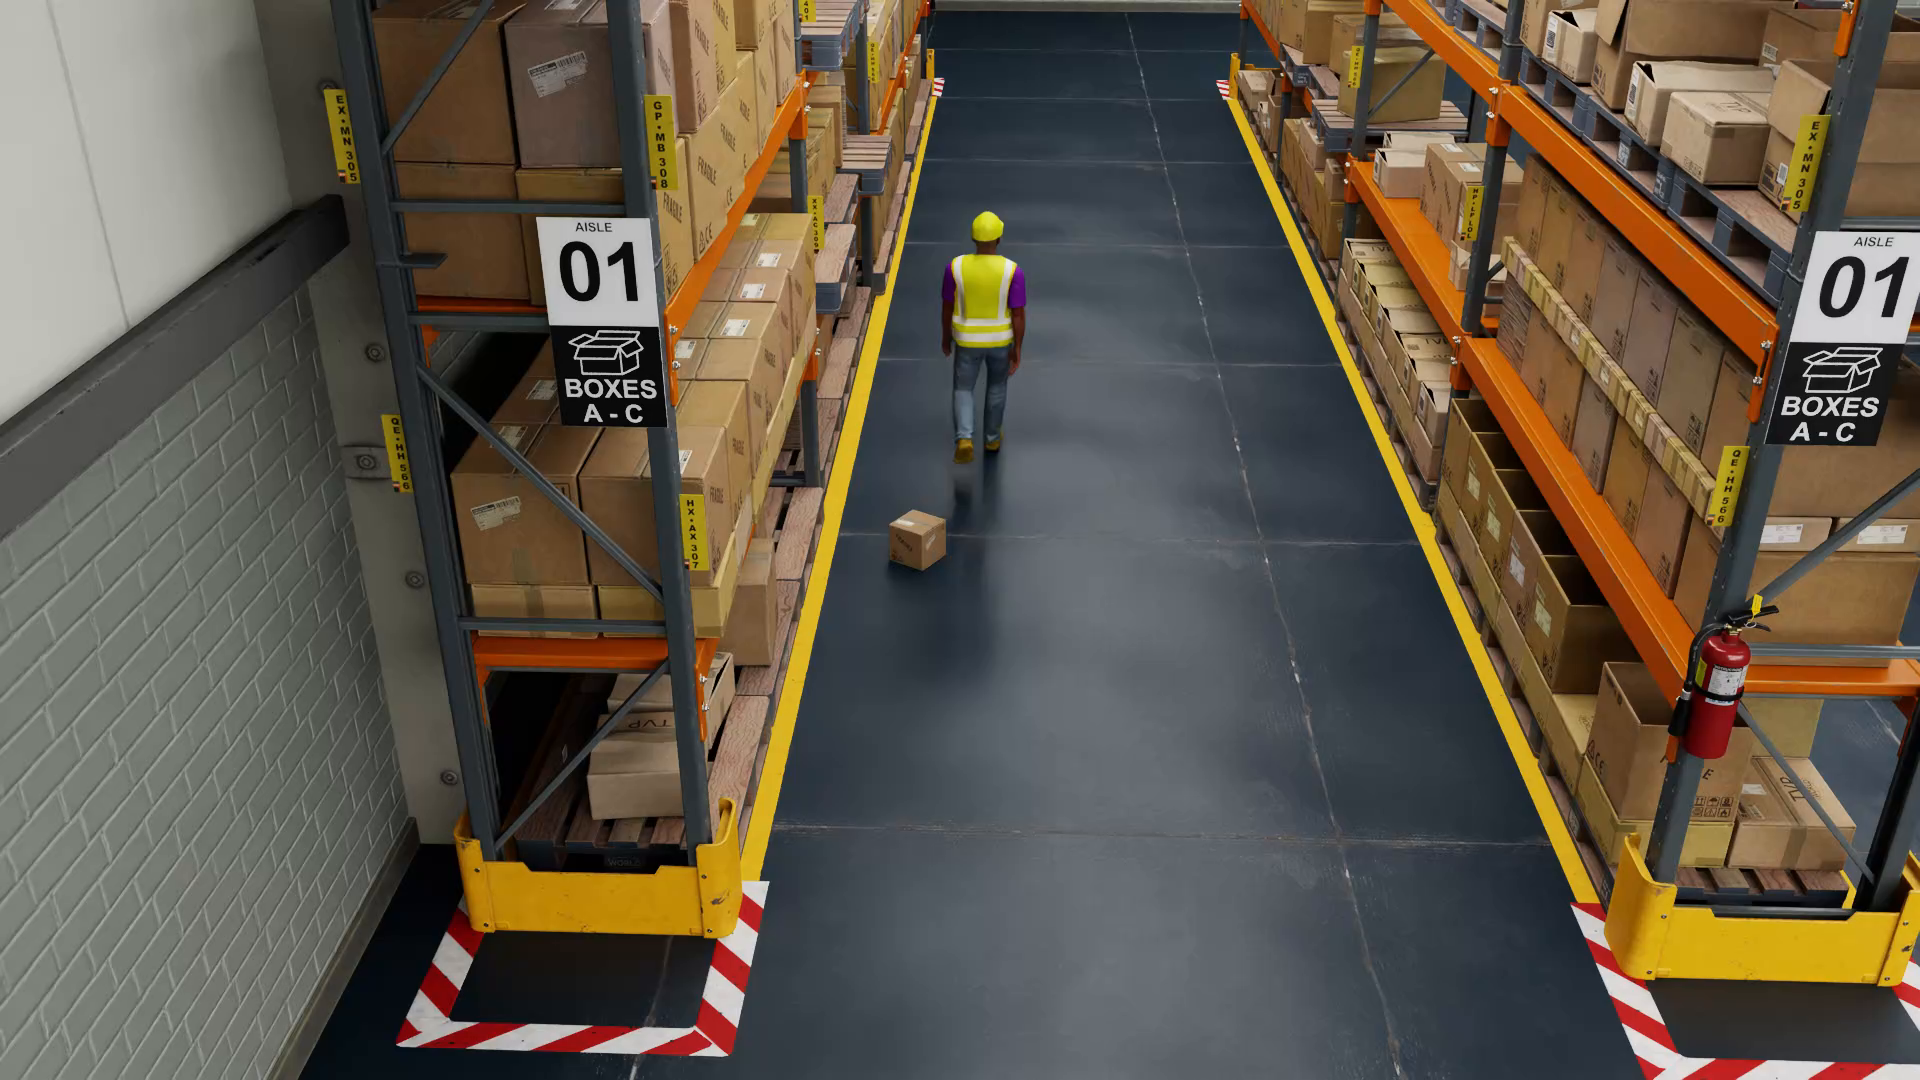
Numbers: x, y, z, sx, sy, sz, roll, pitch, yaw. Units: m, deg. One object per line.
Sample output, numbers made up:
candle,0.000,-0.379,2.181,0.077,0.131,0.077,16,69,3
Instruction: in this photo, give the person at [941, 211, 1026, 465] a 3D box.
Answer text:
person,0.153,-1.336,11.102,0.564,1.739,0.859,1,28,2
